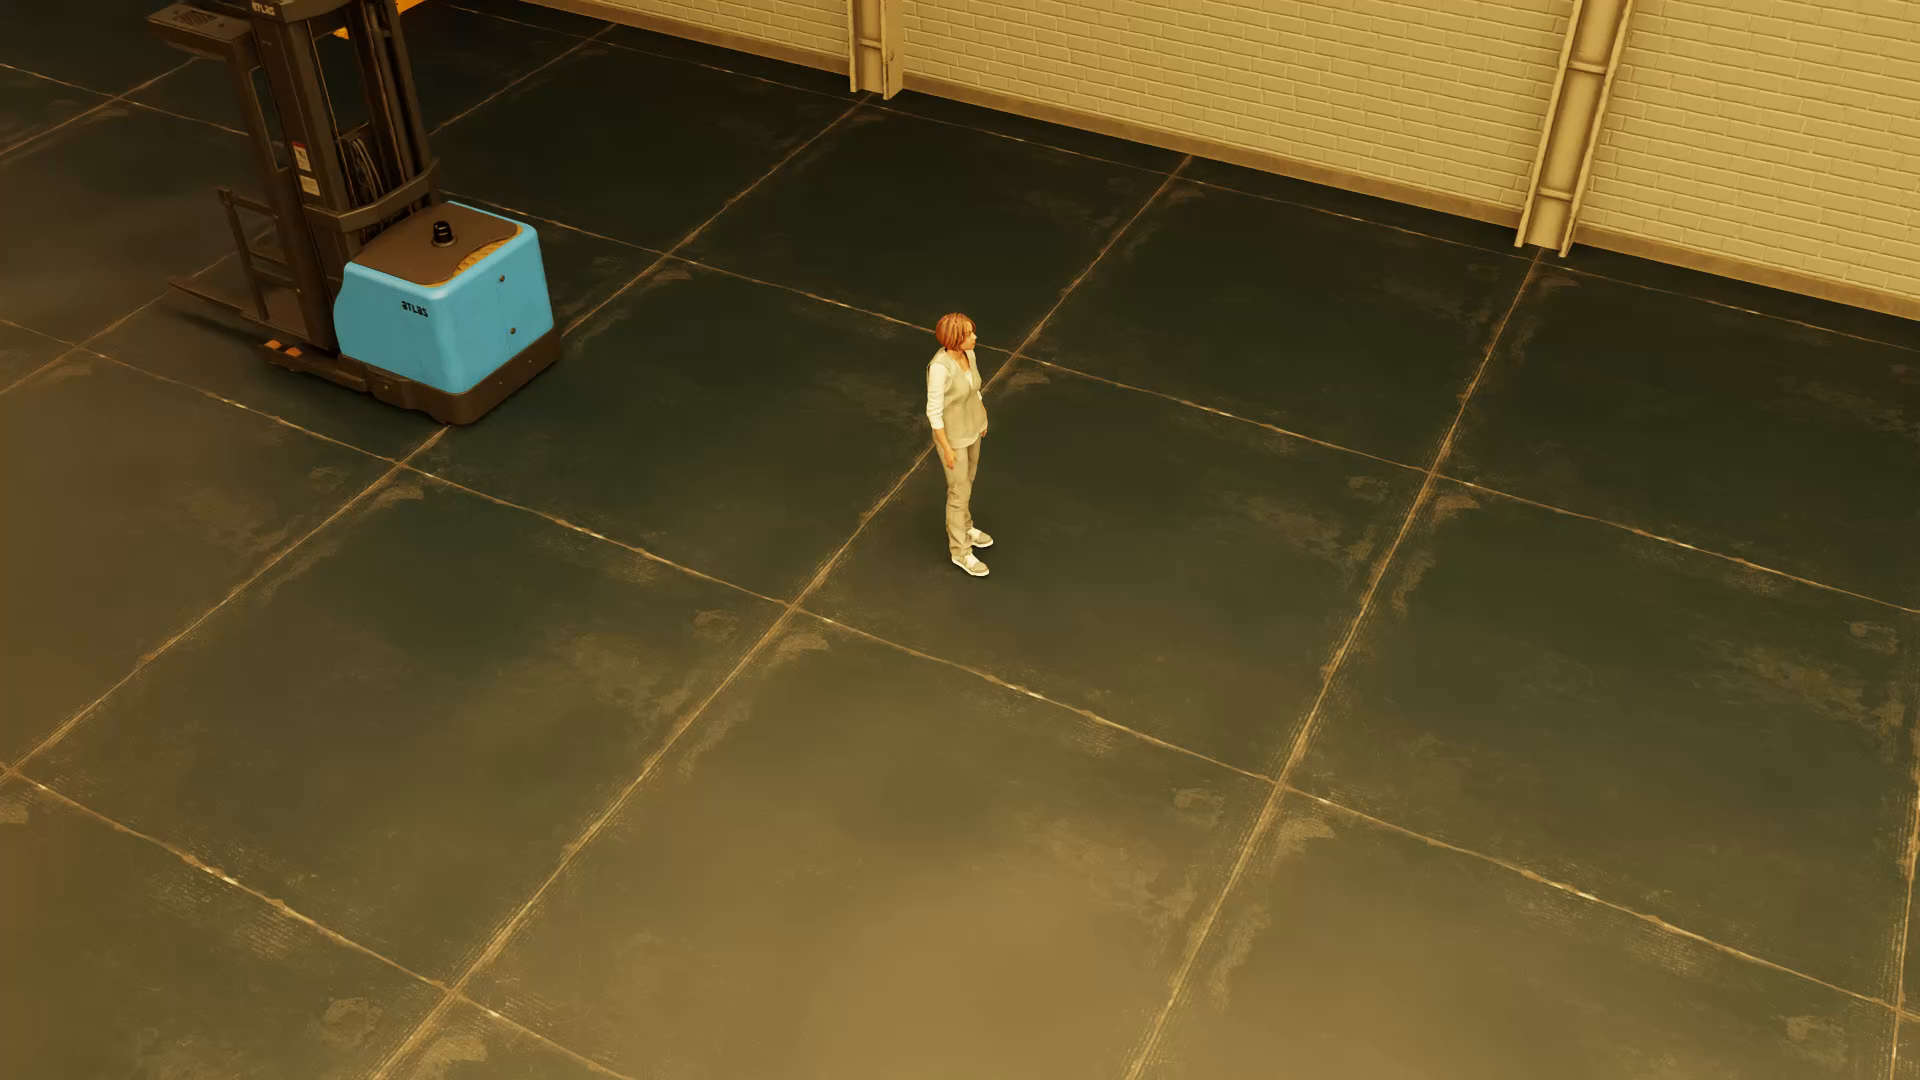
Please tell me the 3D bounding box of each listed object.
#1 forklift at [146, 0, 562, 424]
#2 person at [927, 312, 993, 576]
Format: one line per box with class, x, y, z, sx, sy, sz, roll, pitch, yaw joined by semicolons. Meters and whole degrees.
forklift;-4.346;-2.577;11.047;3.031;2.935;1.130;20;44;22
person;0.059;-0.587;9.707;0.475;1.597;0.520;18;43;21
